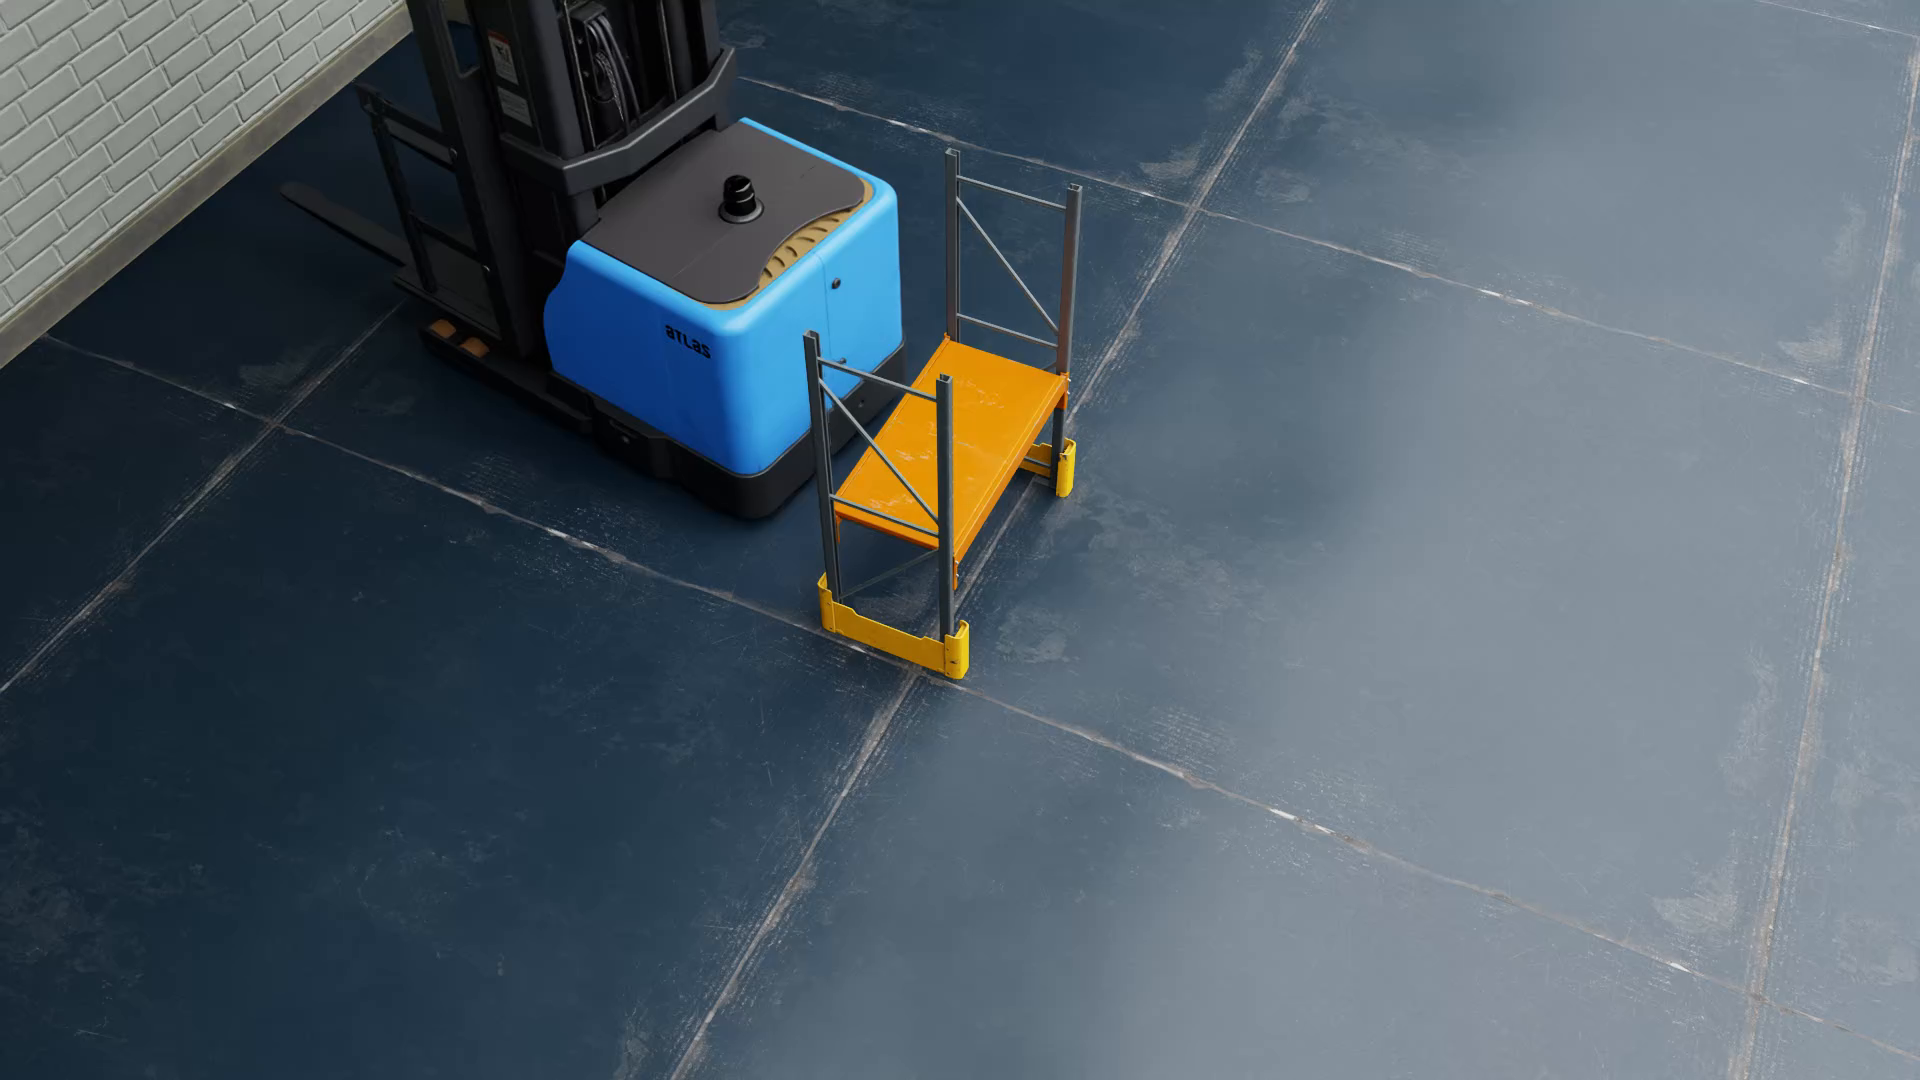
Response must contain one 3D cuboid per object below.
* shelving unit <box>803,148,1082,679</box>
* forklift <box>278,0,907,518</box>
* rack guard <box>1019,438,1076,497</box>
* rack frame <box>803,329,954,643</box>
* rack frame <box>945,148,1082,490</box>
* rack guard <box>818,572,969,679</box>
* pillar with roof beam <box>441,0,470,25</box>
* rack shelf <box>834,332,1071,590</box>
[{"bbox_3d":[-0.033,-0.434,5.949,0.587,1.500,1.083,20,52,16],"label":"shelving unit"},{"bbox_3d":[-1.716,-1.954,6.303,3.031,2.935,1.130,29,55,22],"label":"forklift"},{"bbox_3d":[0.180,-0.371,6.717,0.587,0.250,0.087,20,52,16],"label":"rack guard"},{"bbox_3d":[-0.254,-0.077,5.646,0.500,1.500,0.032,20,52,16],"label":"rack frame"},{"bbox_3d":[0.181,-0.777,6.242,0.500,1.500,0.032,20,52,16],"label":"rack frame"},{"bbox_3d":[-0.245,0.314,6.133,0.587,0.250,0.087,20,52,16],"label":"rack guard"},{"bbox_3d":[1.234,-4.454,4.447,9.100,9.000,0.400,20,52,16],"label":"pillar with roof beam"},{"bbox_3d":[-0.036,-0.311,6.081,0.538,0.185,1.000,20,52,16],"label":"rack shelf"}]
